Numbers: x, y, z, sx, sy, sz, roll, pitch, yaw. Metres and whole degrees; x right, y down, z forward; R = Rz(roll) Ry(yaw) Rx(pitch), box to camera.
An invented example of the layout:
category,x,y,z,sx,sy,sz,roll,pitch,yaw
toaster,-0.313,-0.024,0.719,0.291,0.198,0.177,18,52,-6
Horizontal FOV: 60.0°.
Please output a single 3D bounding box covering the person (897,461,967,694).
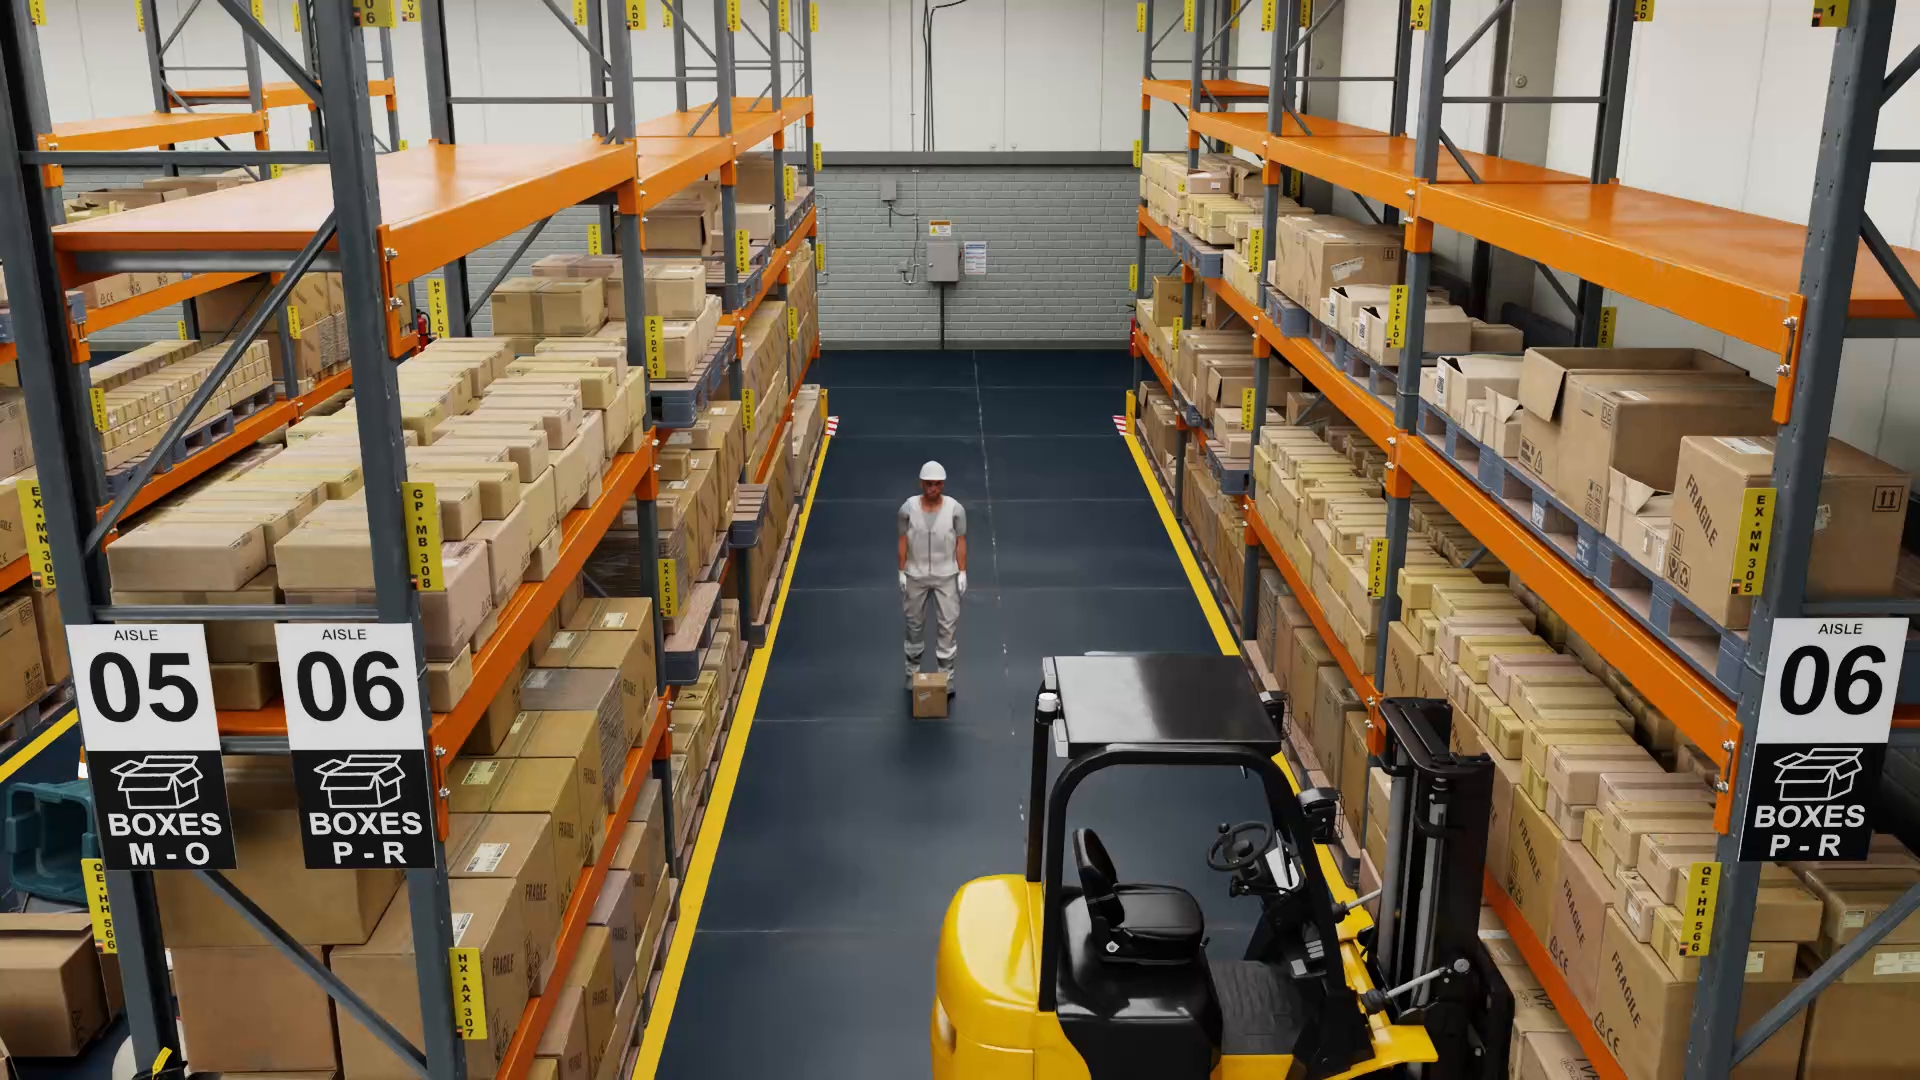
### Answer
category,x,y,z,sx,sy,sz,roll,pitch,yaw
person,-0.210,0.297,12.580,0.525,1.819,0.416,0,17,0
